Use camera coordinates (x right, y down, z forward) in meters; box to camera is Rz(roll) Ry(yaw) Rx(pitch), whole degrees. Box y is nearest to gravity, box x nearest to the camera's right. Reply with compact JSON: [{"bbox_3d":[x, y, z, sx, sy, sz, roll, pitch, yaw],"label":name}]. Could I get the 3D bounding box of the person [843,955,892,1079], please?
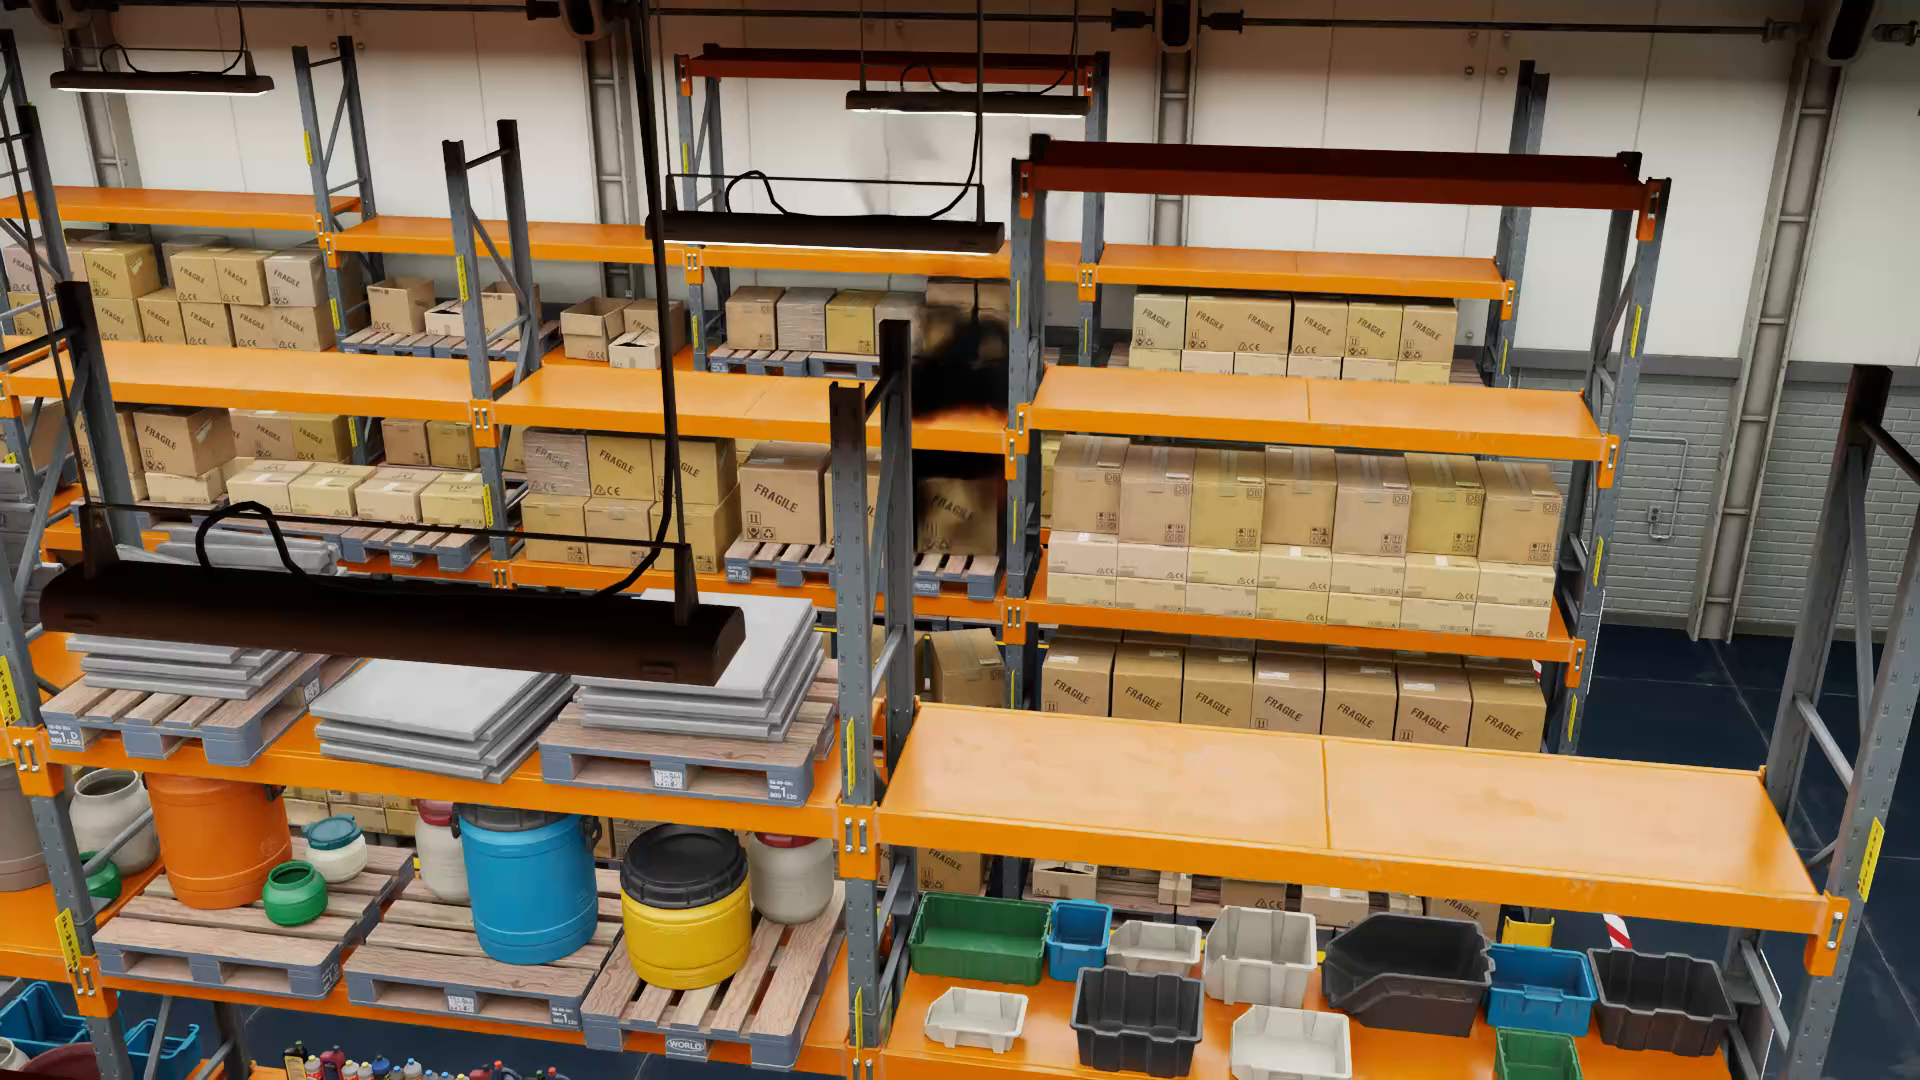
[{"bbox_3d":[-0.486,3.268,10.569,0.802,1.666,0.572,6,24,13],"label":"person"}]
